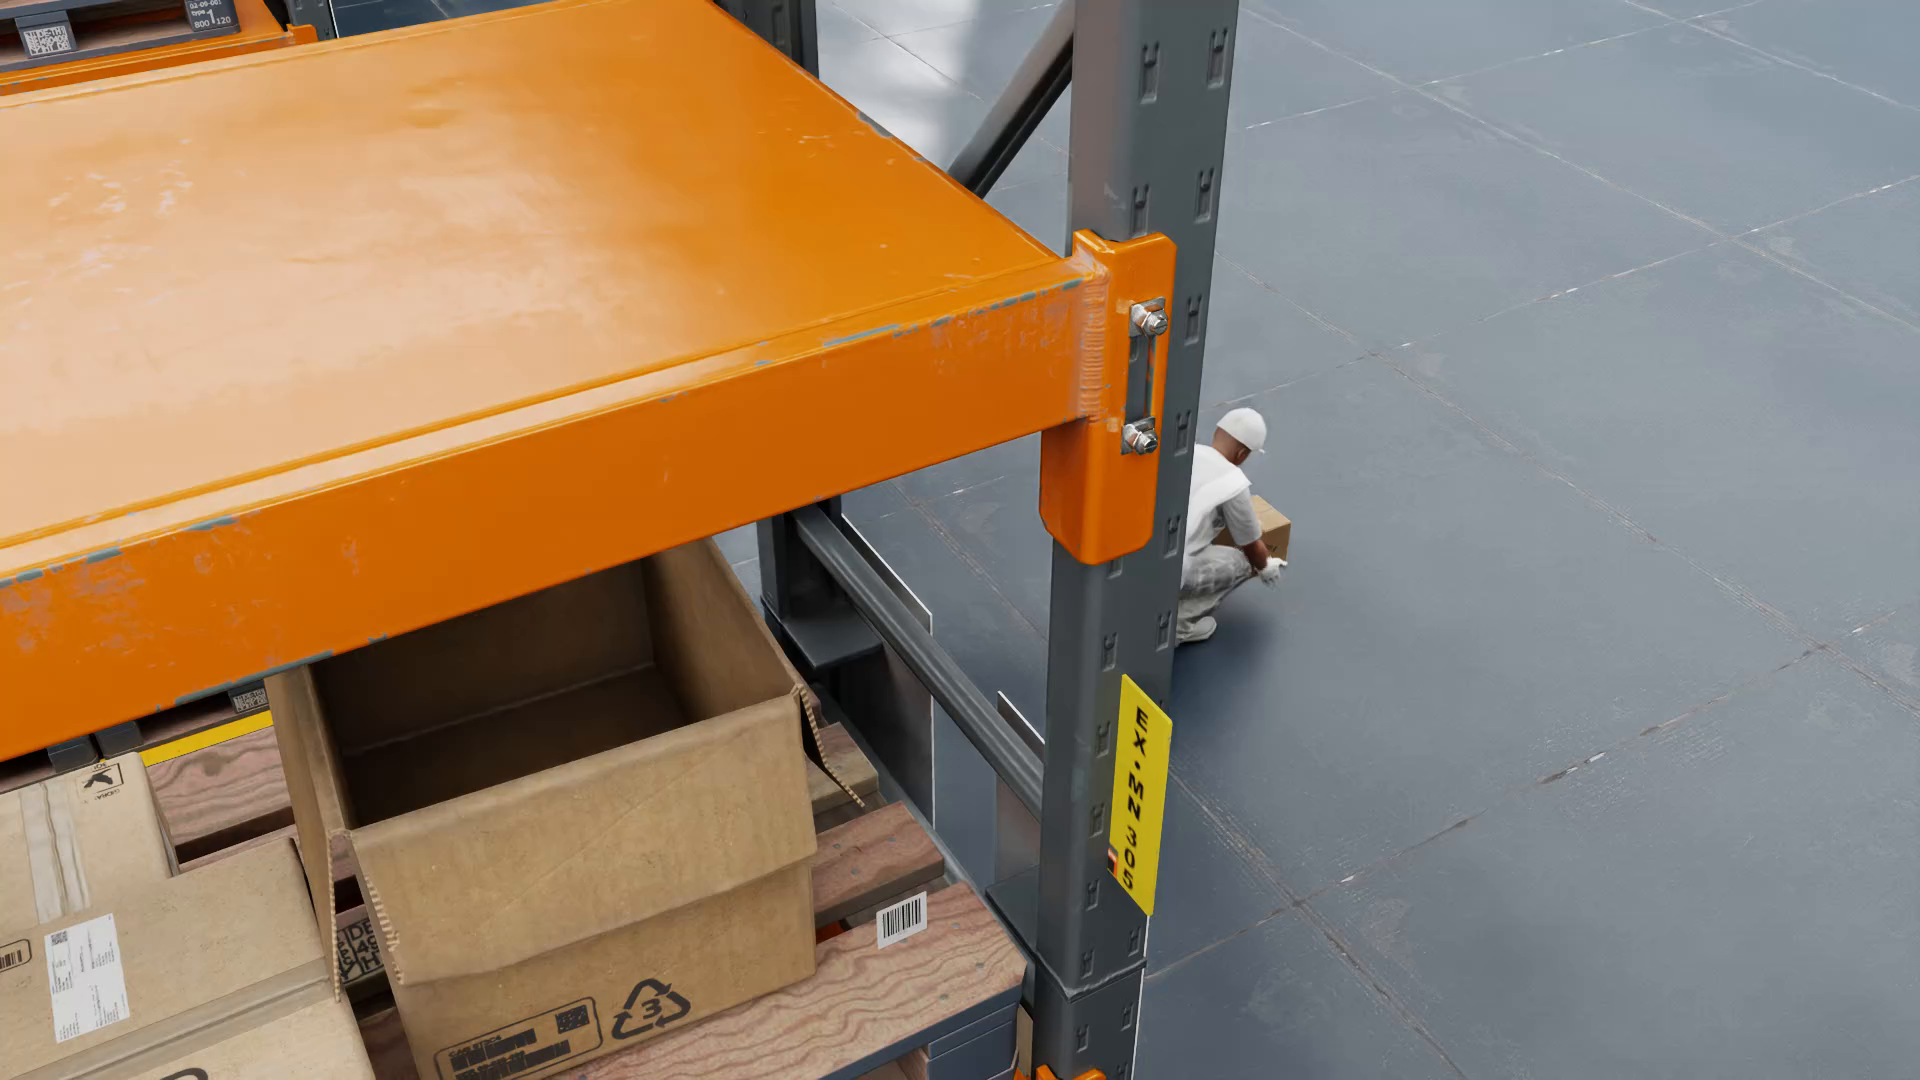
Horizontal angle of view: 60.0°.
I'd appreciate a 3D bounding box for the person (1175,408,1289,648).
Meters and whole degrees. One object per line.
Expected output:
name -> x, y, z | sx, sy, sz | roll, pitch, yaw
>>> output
person -> 1.027, -0.057, 7.377 | 0.894, 1.000, 0.557 | -20, 41, -24
